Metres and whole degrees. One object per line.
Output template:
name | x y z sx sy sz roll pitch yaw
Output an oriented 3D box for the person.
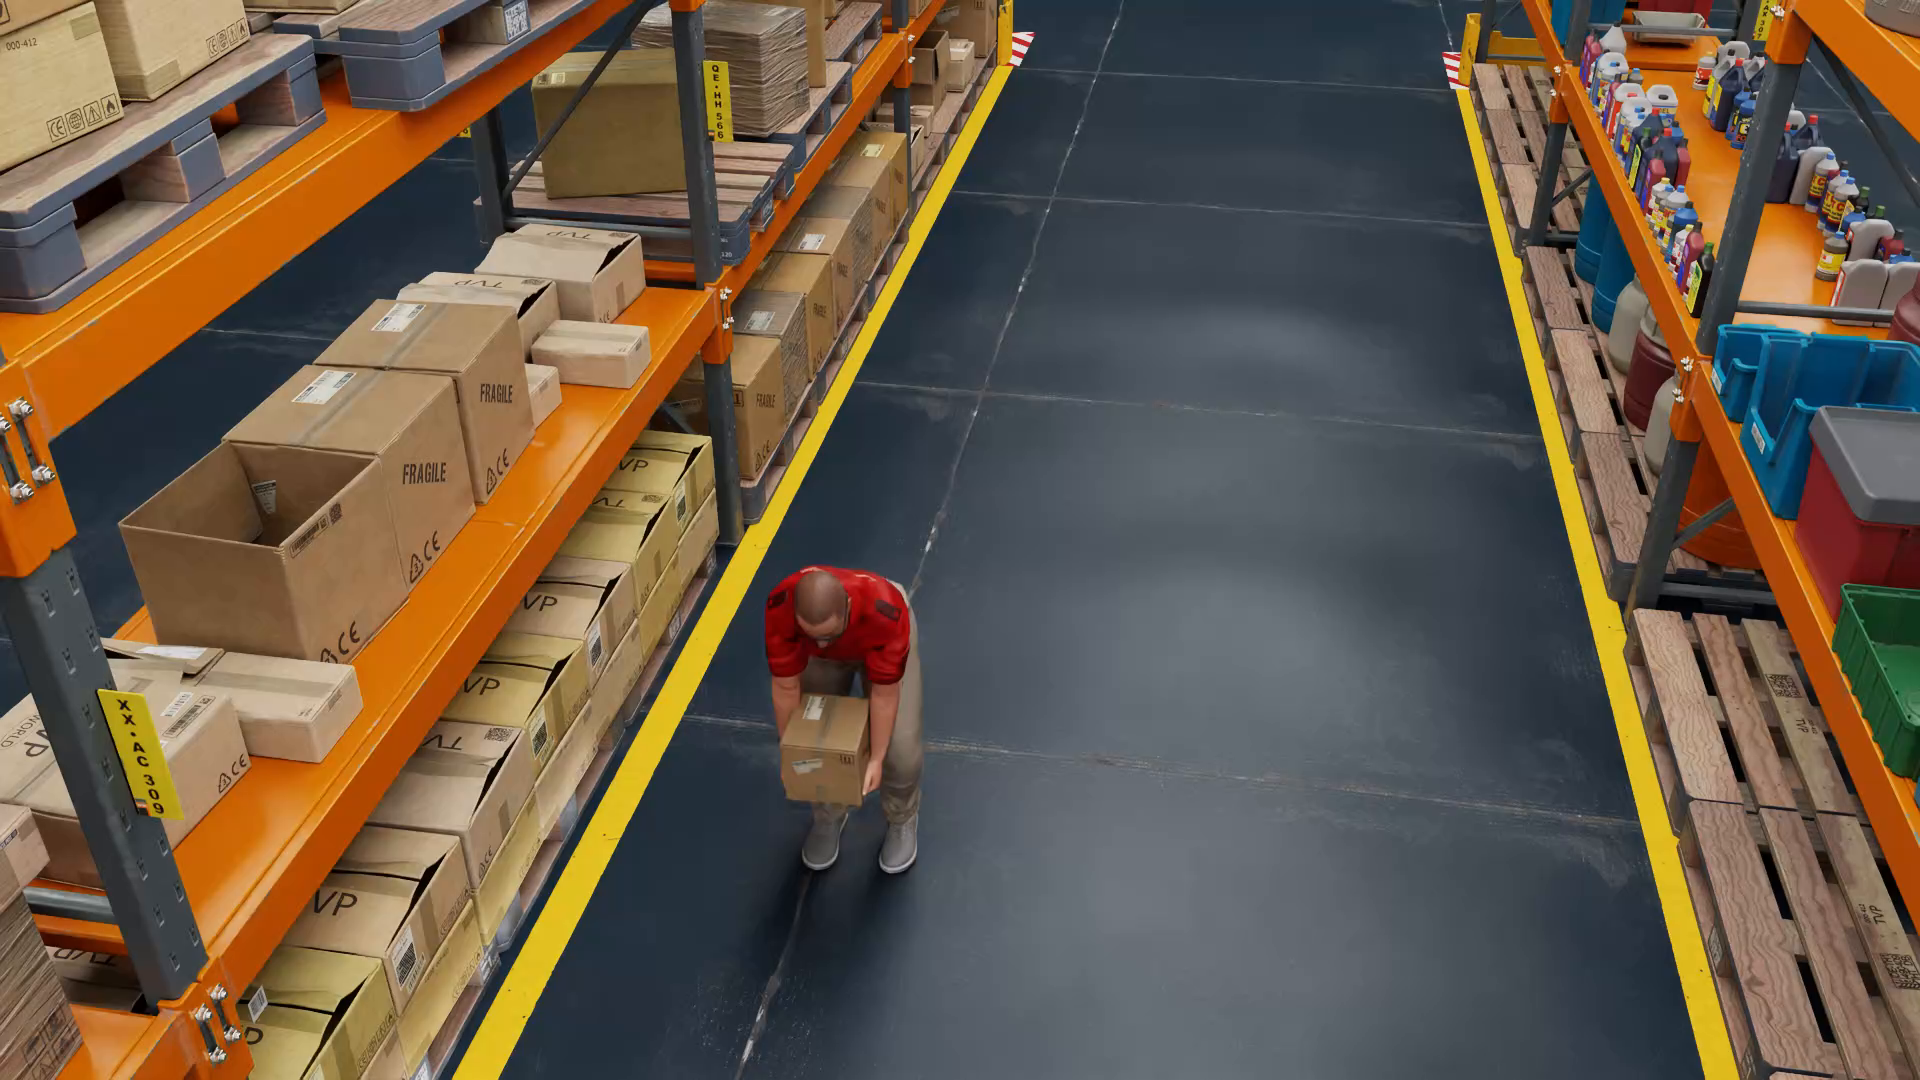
person | -0.377 0.558 5.529 0.476 1.456 0.815 5 33 8
